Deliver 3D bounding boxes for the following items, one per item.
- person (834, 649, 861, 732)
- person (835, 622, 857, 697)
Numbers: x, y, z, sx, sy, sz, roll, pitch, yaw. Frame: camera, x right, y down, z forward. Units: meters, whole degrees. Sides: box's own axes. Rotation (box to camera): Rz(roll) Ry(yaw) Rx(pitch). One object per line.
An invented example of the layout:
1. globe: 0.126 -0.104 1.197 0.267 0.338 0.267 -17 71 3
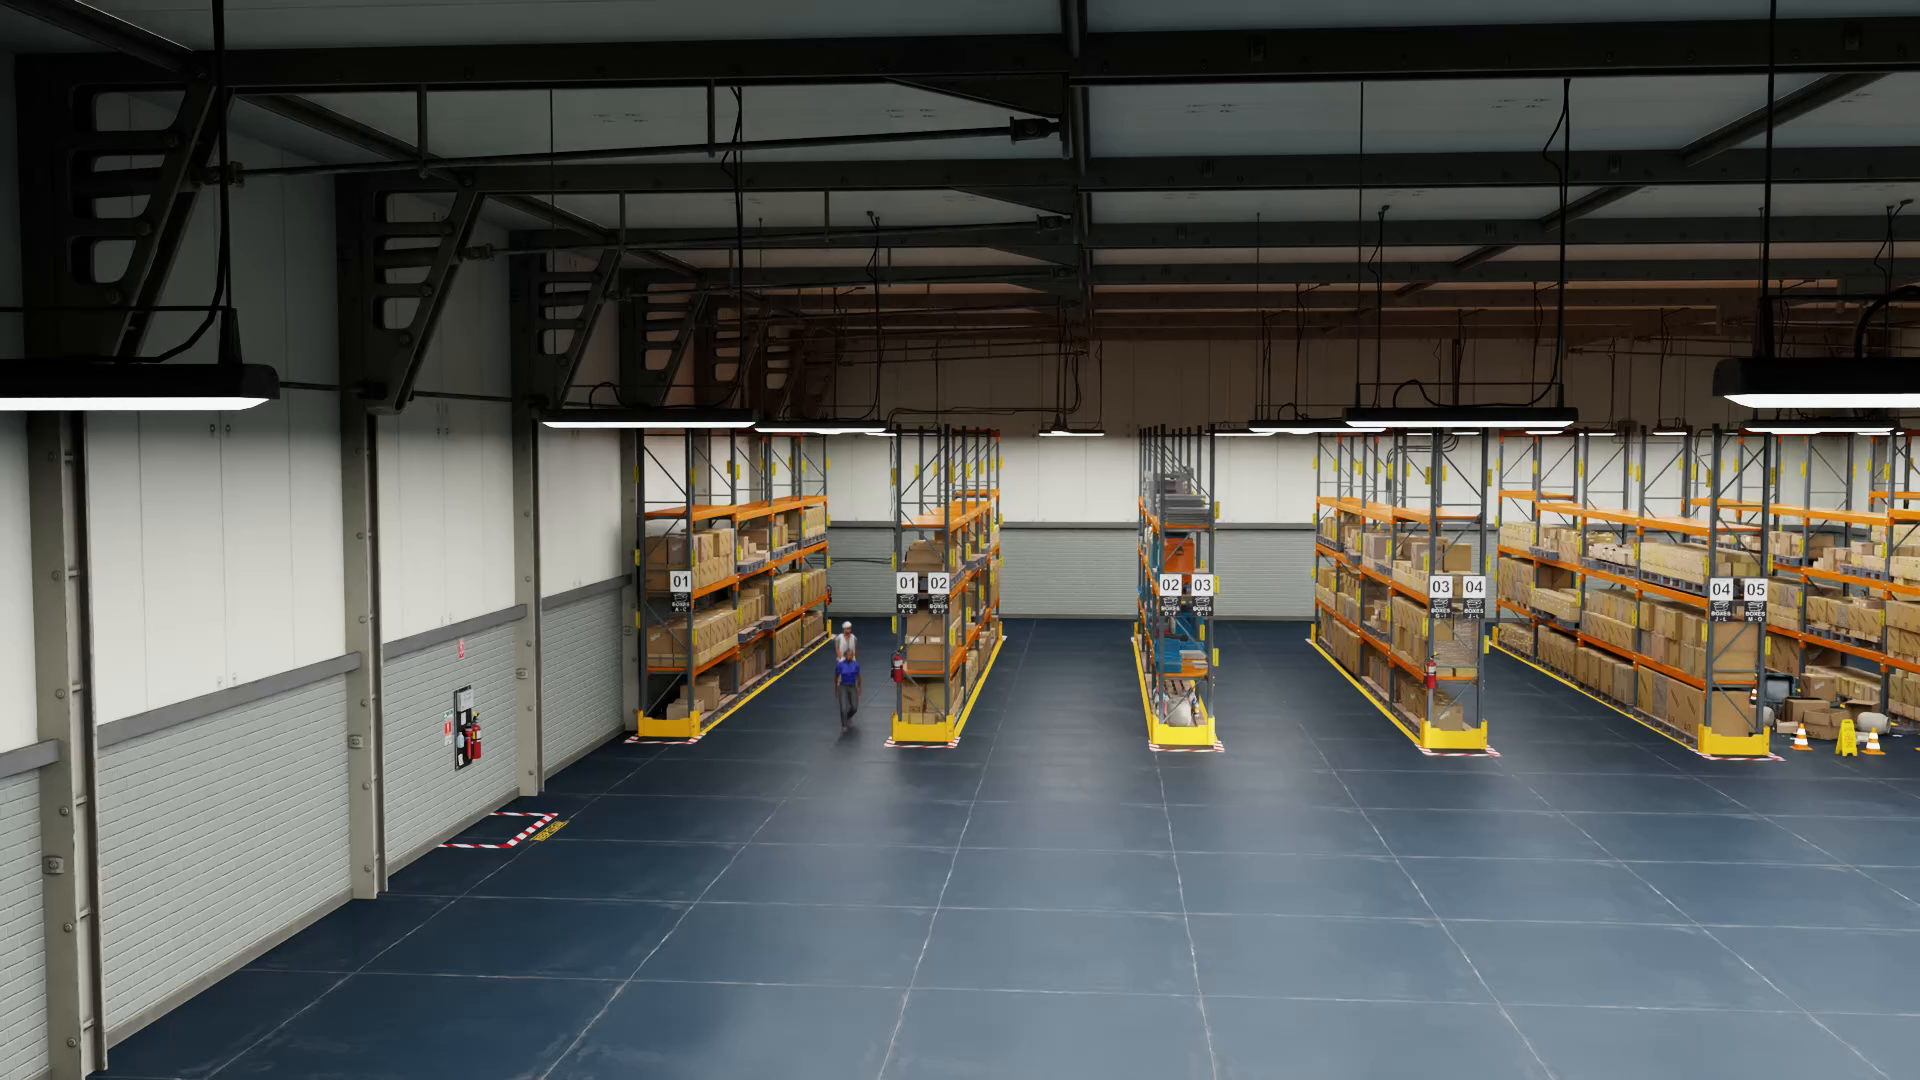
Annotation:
1. person: -2.225 2.928 32.686 0.507 1.637 0.572 -1 4 -15
2. person: -2.466 2.643 36.284 0.510 1.721 1.068 -1 4 -13
